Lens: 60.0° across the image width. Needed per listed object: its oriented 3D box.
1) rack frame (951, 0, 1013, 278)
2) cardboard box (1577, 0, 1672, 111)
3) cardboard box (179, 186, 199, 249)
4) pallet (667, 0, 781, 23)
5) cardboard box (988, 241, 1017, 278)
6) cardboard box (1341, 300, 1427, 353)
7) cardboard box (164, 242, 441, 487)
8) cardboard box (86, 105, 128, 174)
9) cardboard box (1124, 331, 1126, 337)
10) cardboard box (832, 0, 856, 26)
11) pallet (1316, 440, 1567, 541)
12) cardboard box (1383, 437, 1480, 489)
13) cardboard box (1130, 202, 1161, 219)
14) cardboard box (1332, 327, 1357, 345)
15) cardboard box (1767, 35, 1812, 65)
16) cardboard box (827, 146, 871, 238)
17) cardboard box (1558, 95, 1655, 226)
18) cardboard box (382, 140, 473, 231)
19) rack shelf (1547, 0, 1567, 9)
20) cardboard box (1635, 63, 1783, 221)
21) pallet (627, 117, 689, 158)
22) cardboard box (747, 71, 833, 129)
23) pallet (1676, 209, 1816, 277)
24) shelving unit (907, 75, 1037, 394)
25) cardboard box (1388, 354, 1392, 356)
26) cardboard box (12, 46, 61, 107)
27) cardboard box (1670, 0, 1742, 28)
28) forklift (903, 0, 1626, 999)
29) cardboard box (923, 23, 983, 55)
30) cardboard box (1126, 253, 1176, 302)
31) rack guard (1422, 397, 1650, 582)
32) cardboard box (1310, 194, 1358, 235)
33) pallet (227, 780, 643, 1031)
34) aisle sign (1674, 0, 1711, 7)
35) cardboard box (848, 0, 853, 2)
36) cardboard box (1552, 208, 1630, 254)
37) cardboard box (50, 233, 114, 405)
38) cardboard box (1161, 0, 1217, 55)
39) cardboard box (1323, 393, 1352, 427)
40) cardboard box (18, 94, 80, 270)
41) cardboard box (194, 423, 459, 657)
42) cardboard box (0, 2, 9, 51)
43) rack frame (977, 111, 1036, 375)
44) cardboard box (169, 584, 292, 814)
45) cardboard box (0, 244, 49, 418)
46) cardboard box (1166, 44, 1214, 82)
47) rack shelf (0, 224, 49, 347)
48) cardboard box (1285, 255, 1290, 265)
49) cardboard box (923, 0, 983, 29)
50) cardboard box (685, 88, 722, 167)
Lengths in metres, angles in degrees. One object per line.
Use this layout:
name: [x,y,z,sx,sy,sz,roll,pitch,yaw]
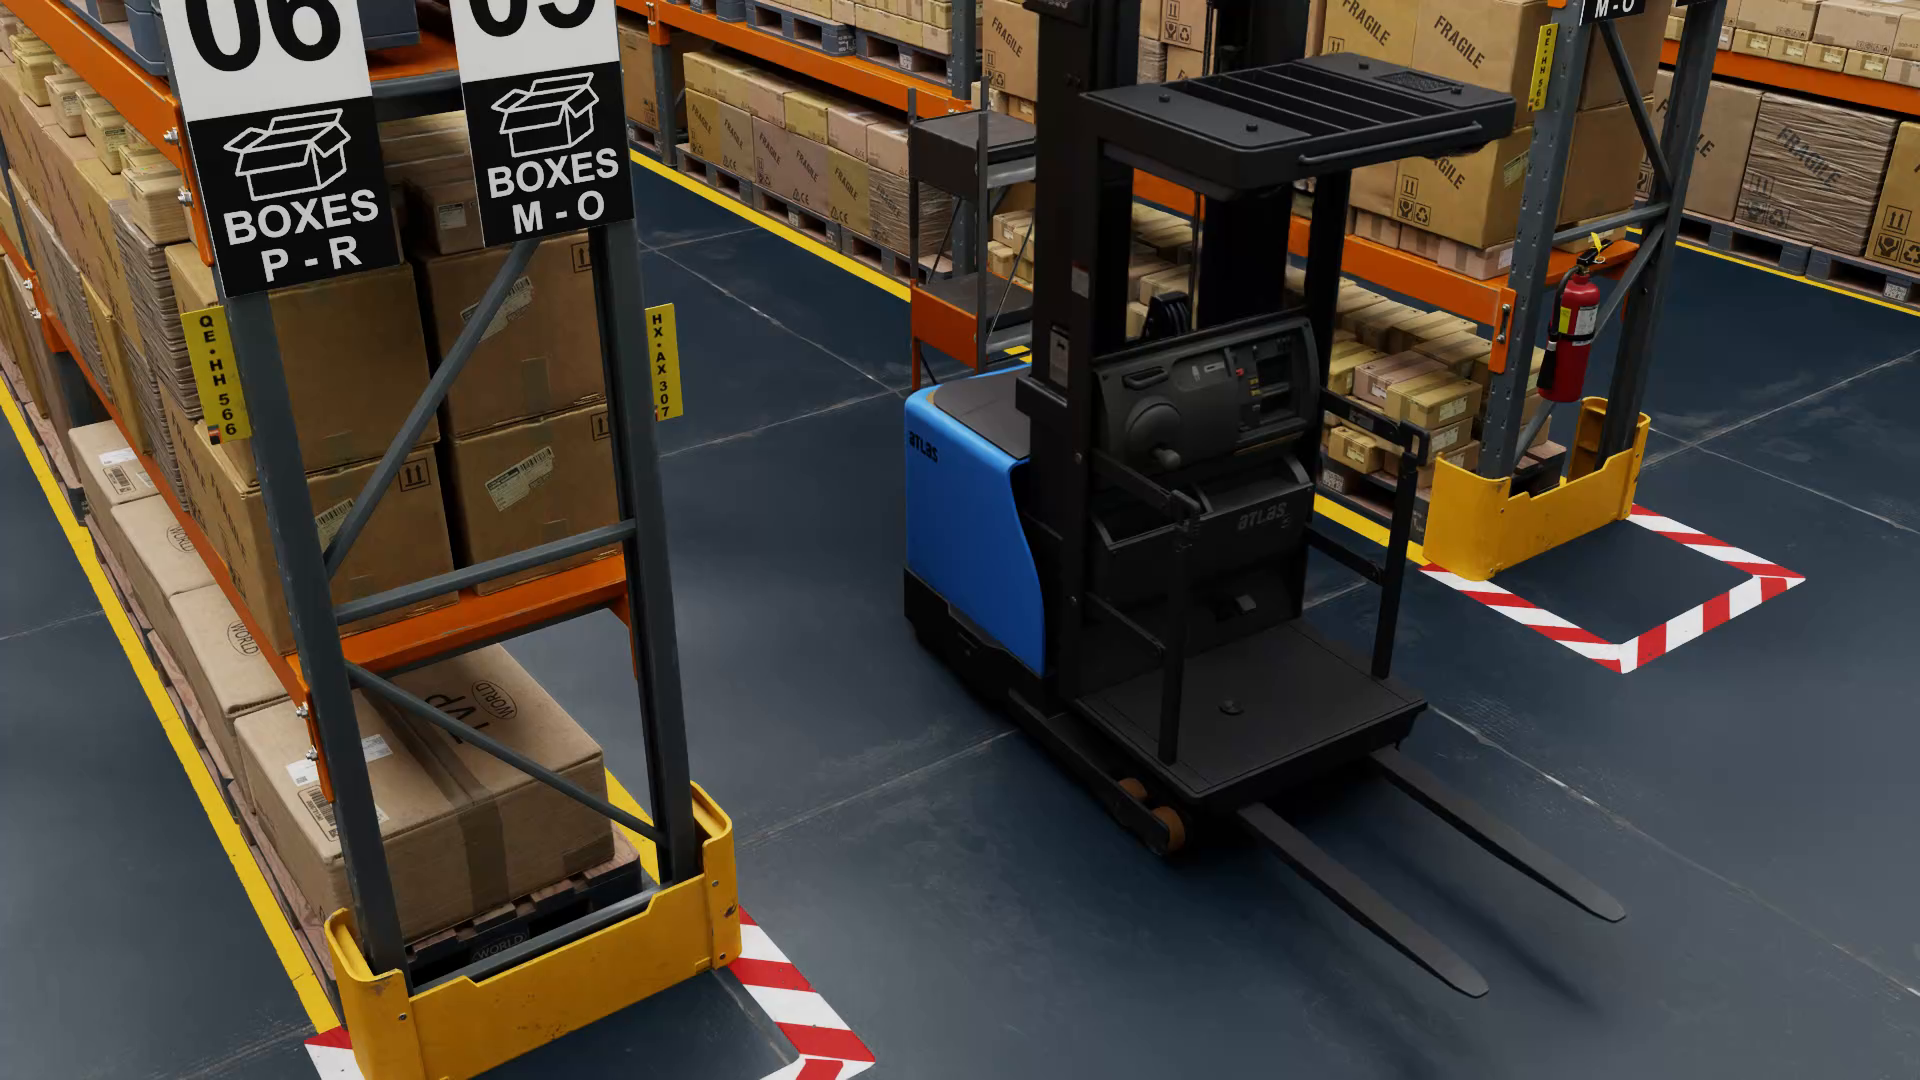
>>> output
rack frame: [0.391,-2.874,9.900,1.000,3.000,0.127,-19,34,-31]
cardboard box: [2.667,-2.181,7.159,0.500,0.500,0.500,-19,34,-31]
cardboard box: [-1.800,-0.854,4.348,0.380,0.149,0.250,-18,33,-30]
pallet: [-1.429,-4.098,12.353,1.213,0.211,1.003,-19,34,-31]
cardboard box: [0.341,-1.707,9.986,0.380,0.149,0.250,-17,33,-28]
cardboard box: [2.173,-1.091,8.540,0.380,0.149,0.250,-21,35,-33]
cardboard box: [-1.736,-0.515,4.402,0.500,0.500,0.500,-18,33,-29]
cardboard box: [-2.418,-1.243,5.064,0.380,0.149,0.250,-18,33,-29]
cardboard box: [1.054,-1.210,9.382,0.380,0.149,0.250,-20,35,-33]
cardboard box: [-0.606,-3.450,10.783,0.380,0.149,0.250,-20,35,-33]
pallet: [2.225,-0.449,8.356,1.003,0.211,1.213,-19,34,-31]
cardboard box: [2.236,-0.398,7.887,0.380,0.149,0.250,-18,33,-30]
cardboard box: [0.990,-1.913,10.053,0.380,0.149,0.250,-18,33,-30]
cardboard box: [1.747,-0.945,8.272,0.380,0.149,0.250,-20,34,-33]
cardboard box: [5.449,-3.184,10.733,0.380,0.149,0.250,-18,33,-30]
cardboard box: [-0.541,-2.378,11.165,0.500,0.500,0.500,-20,34,-32]
cardboard box: [2.676,-1.745,7.404,0.500,0.500,0.500,-17,33,-28]
cardboard box: [-1.453,-0.975,4.570,0.380,0.149,0.250,-18,33,-29]
rack shelf: [1.551,-3.099,7.924,1.077,0.370,4.000,-19,34,-31]
cardboard box: [5.330,-2.830,11.605,0.875,0.875,0.875,-19,34,-31]
pallet: [-2.325,-3.531,14.031,1.003,0.211,1.213,-19,34,-31]
cardboard box: [-1.155,-3.117,11.739,0.500,0.250,0.500,-18,34,-30]
pallet: [5.579,-2.191,11.563,1.003,0.211,1.213,-19,34,-31]
shelving unit: [0.096,-0.858,7.130,0.431,2.100,0.503,-19,34,-31]
cardboard box: [2.290,-0.849,8.406,0.380,0.149,0.250,-18,33,-30]
cardboard box: [-3.042,-1.631,5.778,0.380,0.149,0.250,-20,34,-32]
cardboard box: [5.139,-3.623,11.124,0.500,0.250,0.500,-18,33,-29]
forklift: [0.975,-0.457,5.520,1.130,2.935,3.031,-17,33,-28]
cardboard box: [0.000,-3.048,10.043,0.380,0.149,0.250,-20,34,-32]
cardboard box: [0.972,-1.451,9.203,0.380,0.149,0.250,-18,33,-30]
rack guard: [2.667,-0.250,7.687,1.175,0.500,0.348,-19,34,-31]
cardboard box: [1.854,-1.551,7.725,0.380,0.149,0.250,-18,33,-29]
pallet: [-1.790,1.027,5.639,1.003,0.211,1.213,-19,34,-31]
aisle sign: [2.998,-2.516,6.516,0.394,0.787,0.004,-19,34,-31]
cardboard box: [-0.608,-3.585,10.720,0.380,0.149,0.250,-21,35,-33]
cardboard box: [2.790,-1.426,7.495,0.380,0.149,0.250,-19,34,-31]
cardboard box: [-2.952,-0.862,6.089,0.500,0.500,0.500,-19,34,-30]
cardboard box: [1.331,-2.644,8.011,0.500,0.500,0.500,-20,34,-32]
cardboard box: [1.870,-0.709,8.149,0.380,0.149,0.250,-20,35,-33]
cardboard box: [-2.928,-1.295,5.840,0.500,0.500,0.500,-18,33,-30]
cardboard box: [-1.758,-0.068,4.627,0.500,0.500,0.500,-19,34,-30]
cardboard box: [-3.611,-2.039,6.528,0.380,0.149,0.250,-19,34,-31]
rack frame: [0.238,-0.763,6.956,0.400,2.100,0.015,-19,34,-31]
cardboard box: [-2.264,0.449,6.024,0.875,0.438,0.875,-18,33,-29]
cardboard box: [-4.538,-1.283,8.757,0.875,0.875,0.875,-18,33,-29]
cardboard box: [1.364,-2.190,8.223,0.500,0.500,0.500,-17,33,-28]
rack shelf: [-4.743,-1.926,8.907,1.077,0.370,4.000,-19,34,-31]
cardboard box: [1.626,-1.515,9.319,0.380,0.149,0.250,-20,34,-32]
cardboard box: [0.000,-3.179,9.972,0.380,0.149,0.250,-18,33,-29]
cardboard box: [-1.726,-3.170,12.623,0.500,0.500,0.500,-20,35,-33]
